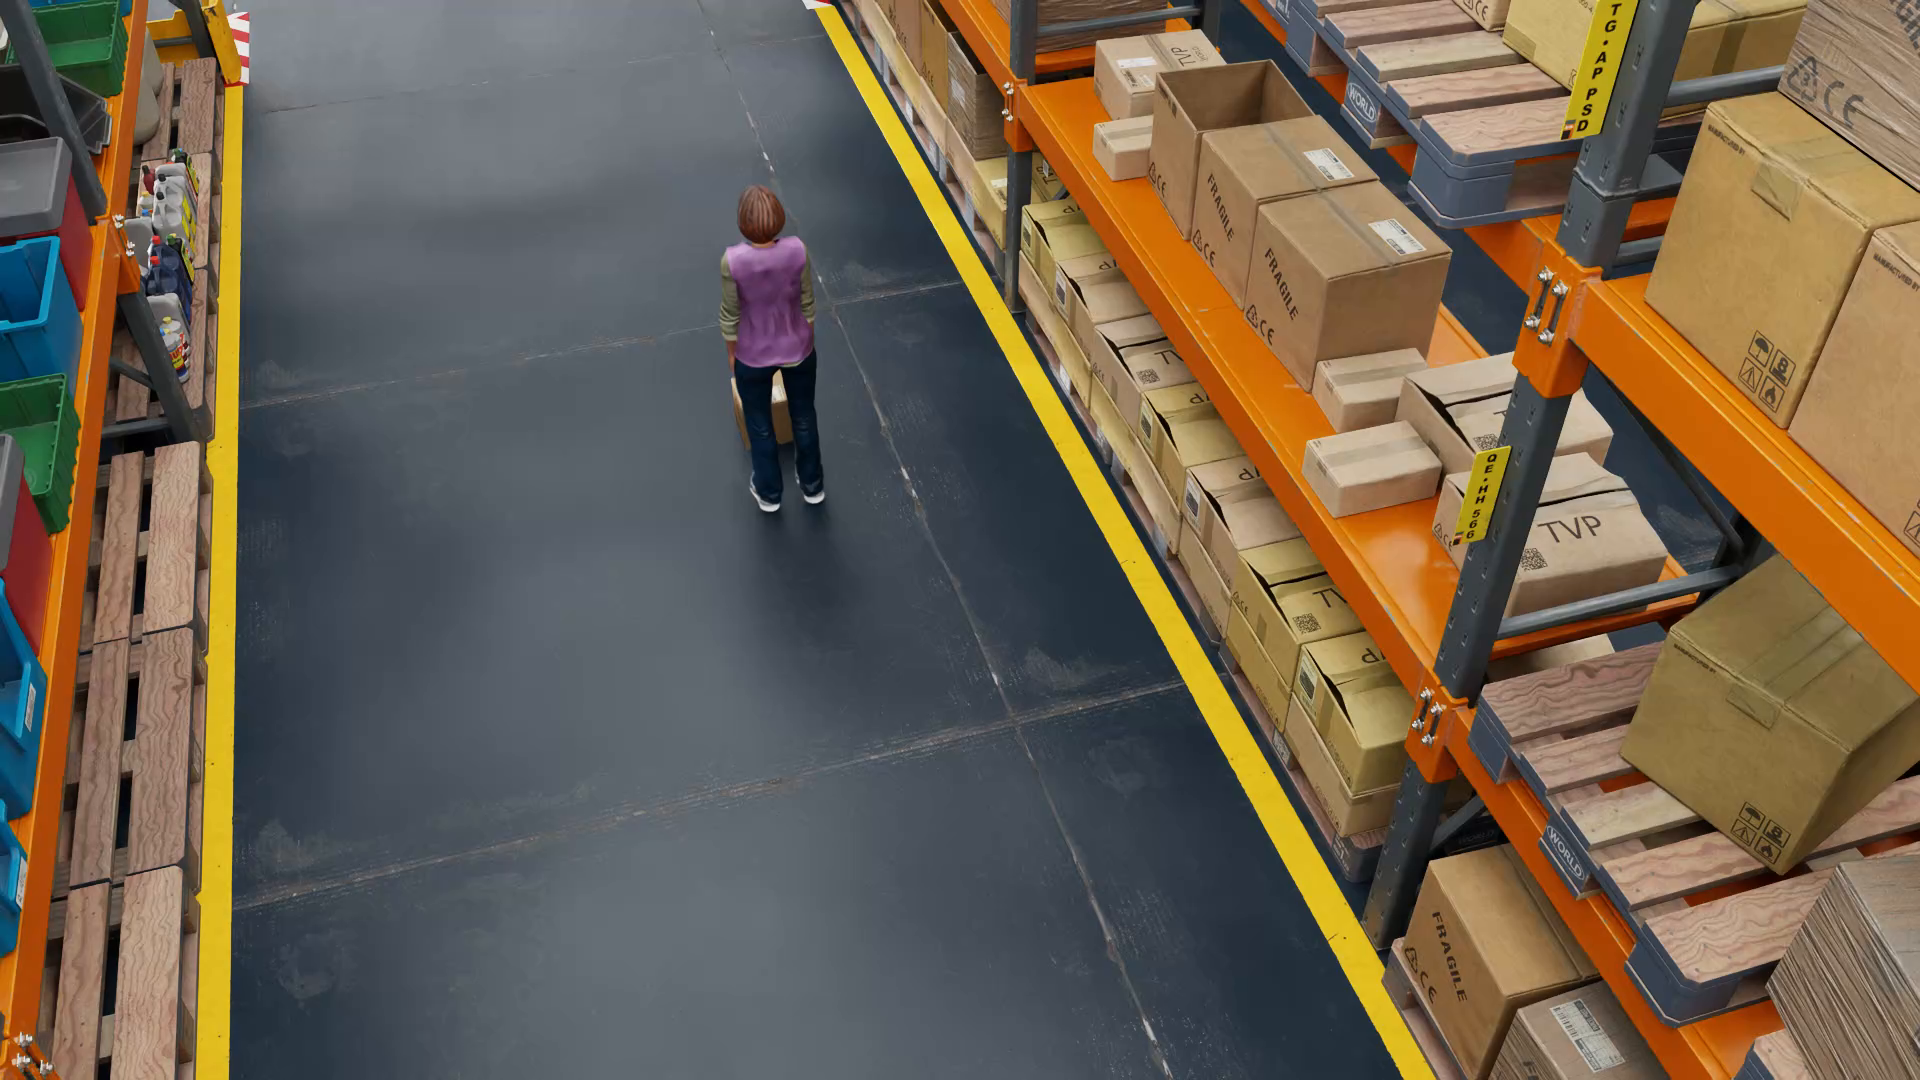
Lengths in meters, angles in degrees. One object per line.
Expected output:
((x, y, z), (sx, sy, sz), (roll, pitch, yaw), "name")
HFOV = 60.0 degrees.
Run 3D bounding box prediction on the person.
((-0.798, -0.794, 7.026), (0.405, 1.600, 0.303), (-11, 44, -12), "person")
